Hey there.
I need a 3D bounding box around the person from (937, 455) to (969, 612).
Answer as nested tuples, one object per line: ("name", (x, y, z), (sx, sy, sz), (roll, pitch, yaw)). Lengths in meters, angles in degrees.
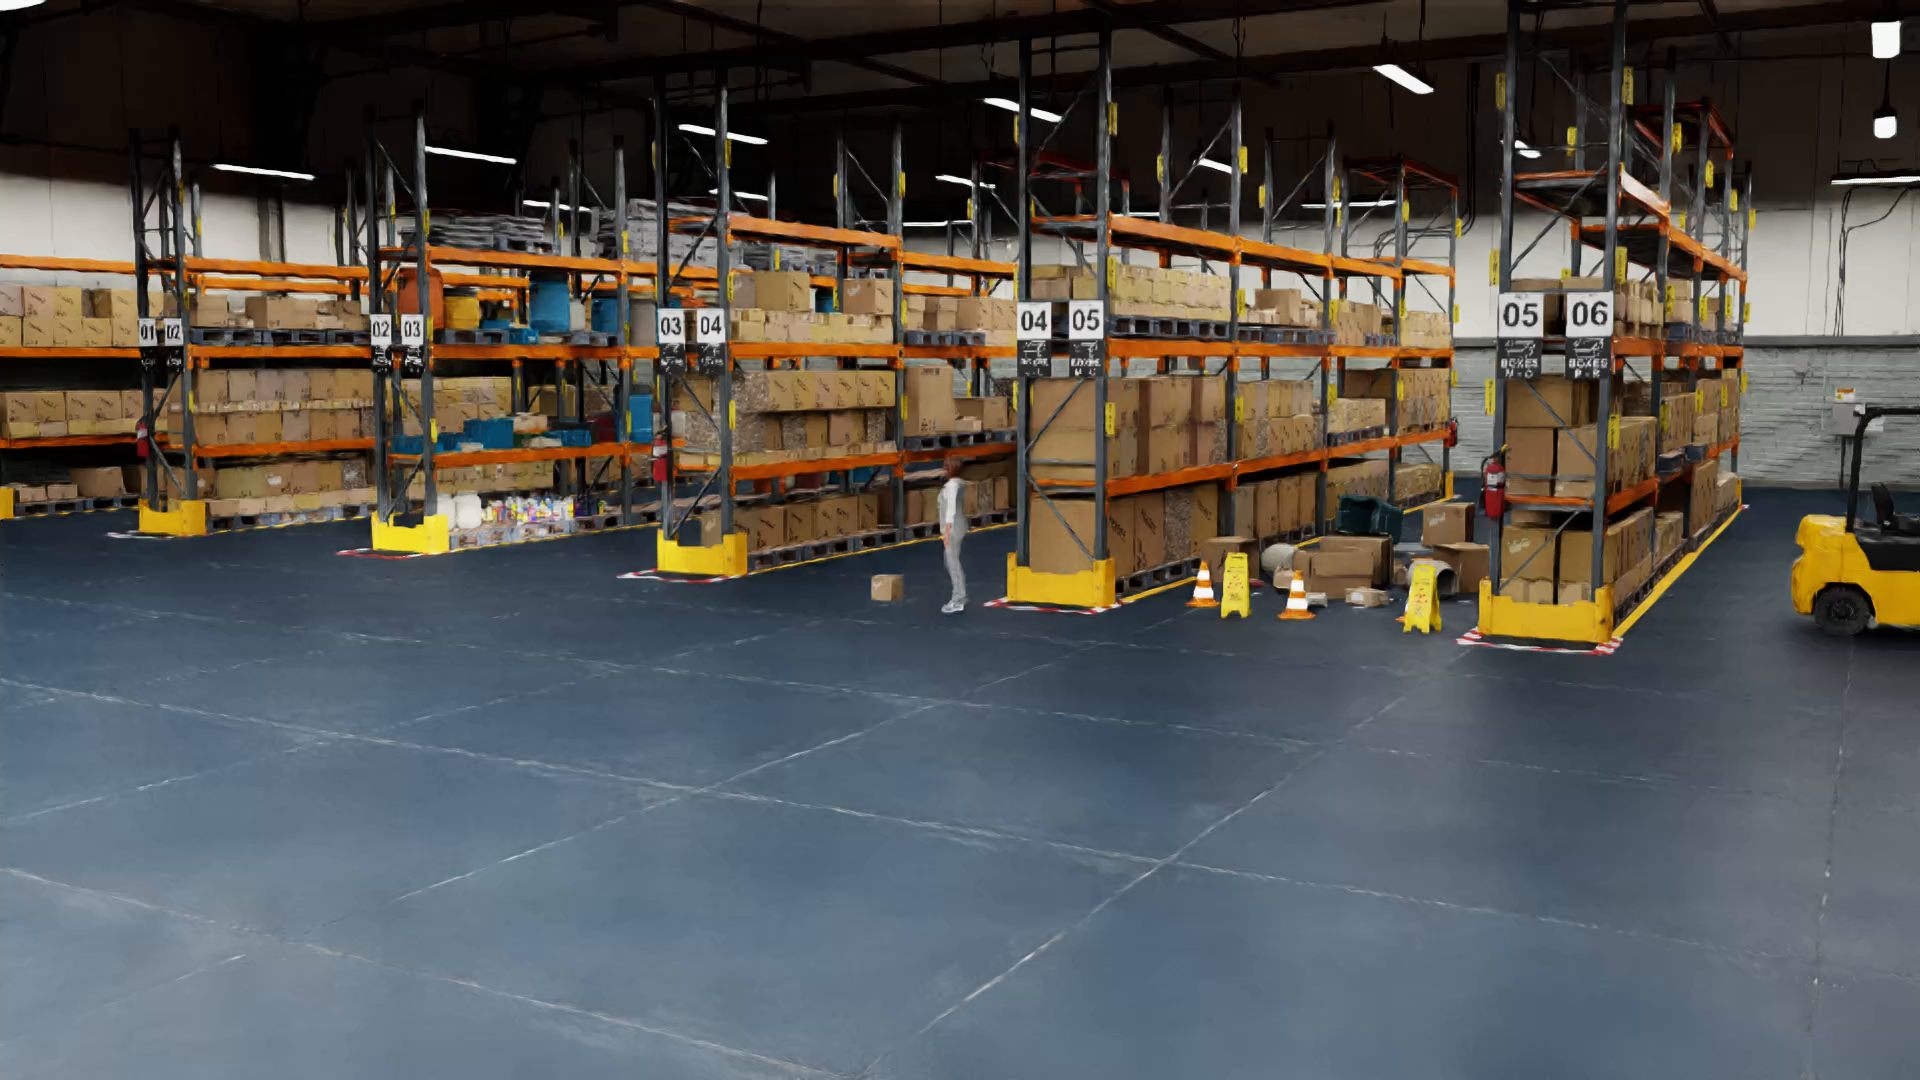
("person", (-0.067, -0.061, 17.131), (0.318, 1.627, 0.492), (1, 6, 12))
